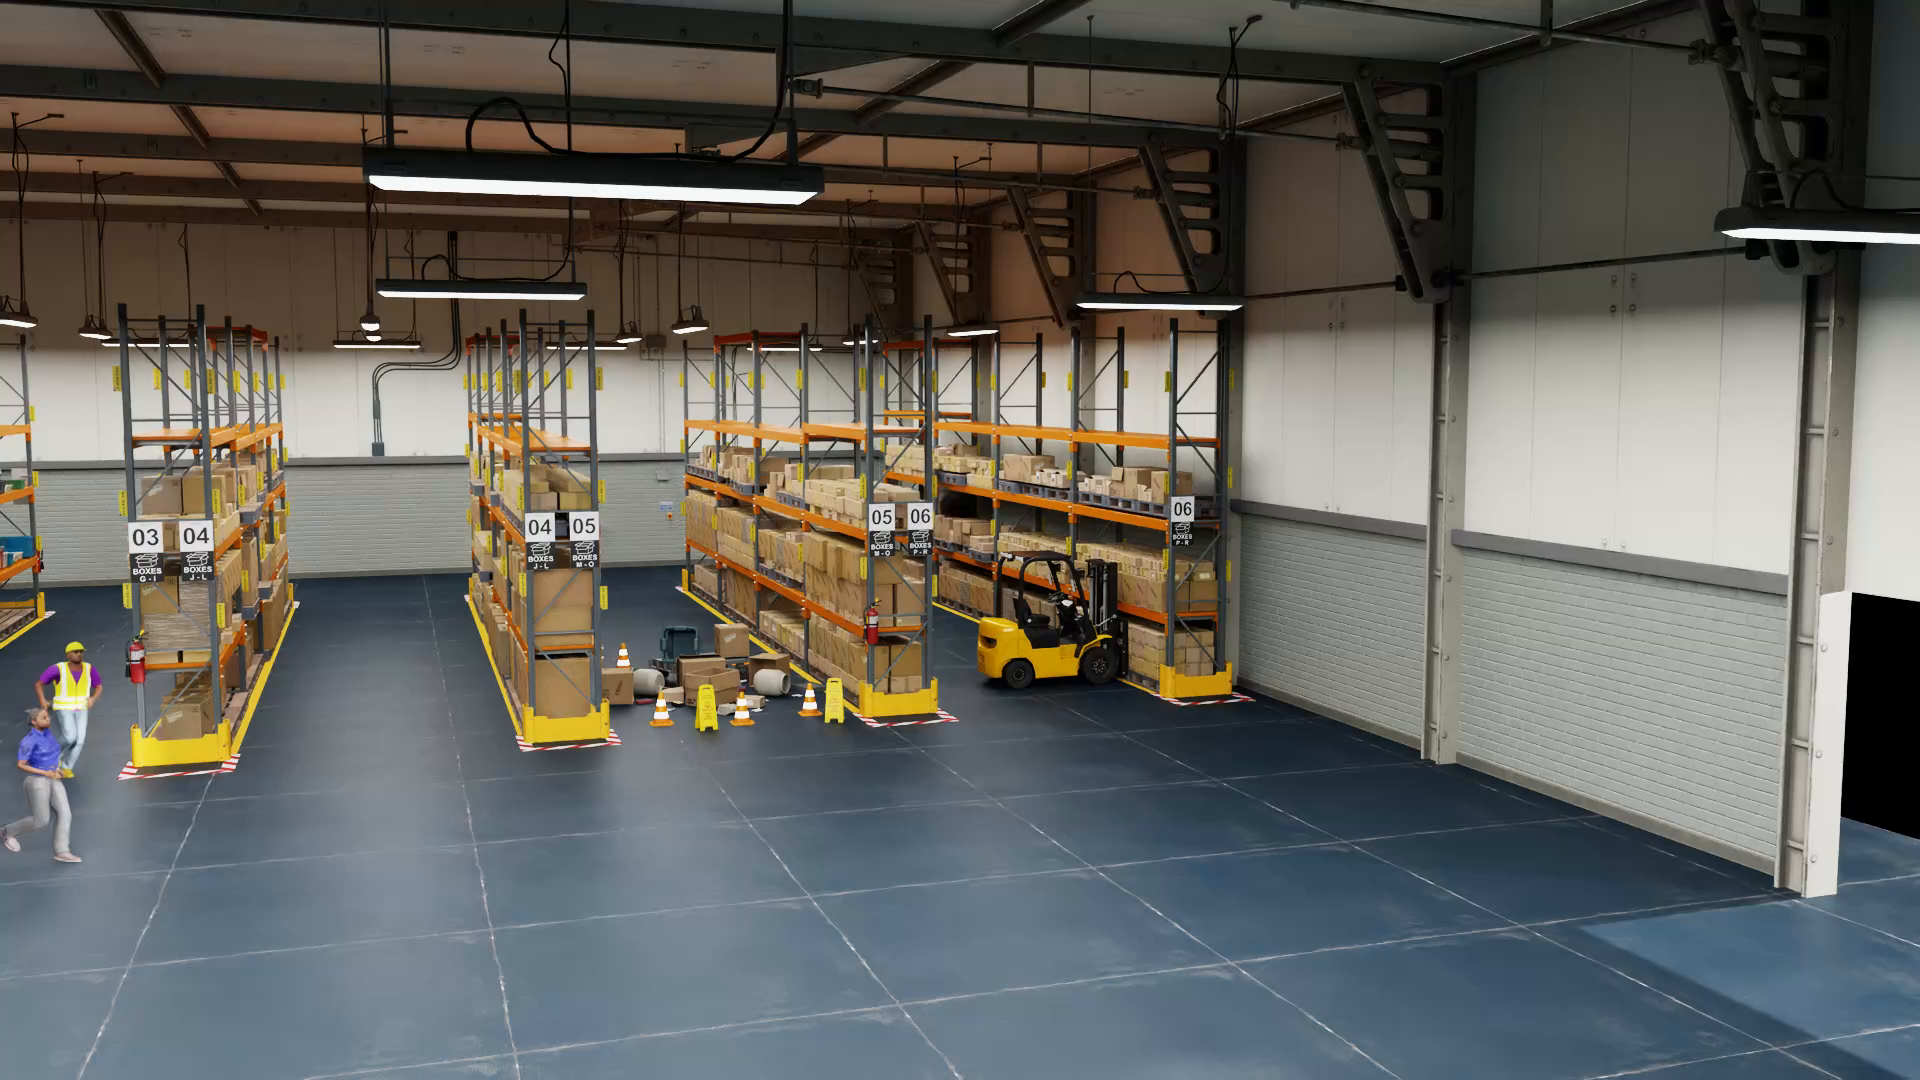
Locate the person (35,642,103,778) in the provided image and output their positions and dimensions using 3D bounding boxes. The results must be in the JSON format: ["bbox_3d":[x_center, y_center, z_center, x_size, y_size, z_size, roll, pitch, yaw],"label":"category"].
[{"bbox_3d":[-11.262,2.156,21.141,0.537,1.719,0.730,4,7,39],"label":"person"}]

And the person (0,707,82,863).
[{"bbox_3d":[-9.594,2.556,17.328,0.834,1.648,0.585,1,5,6],"label":"person"}]
